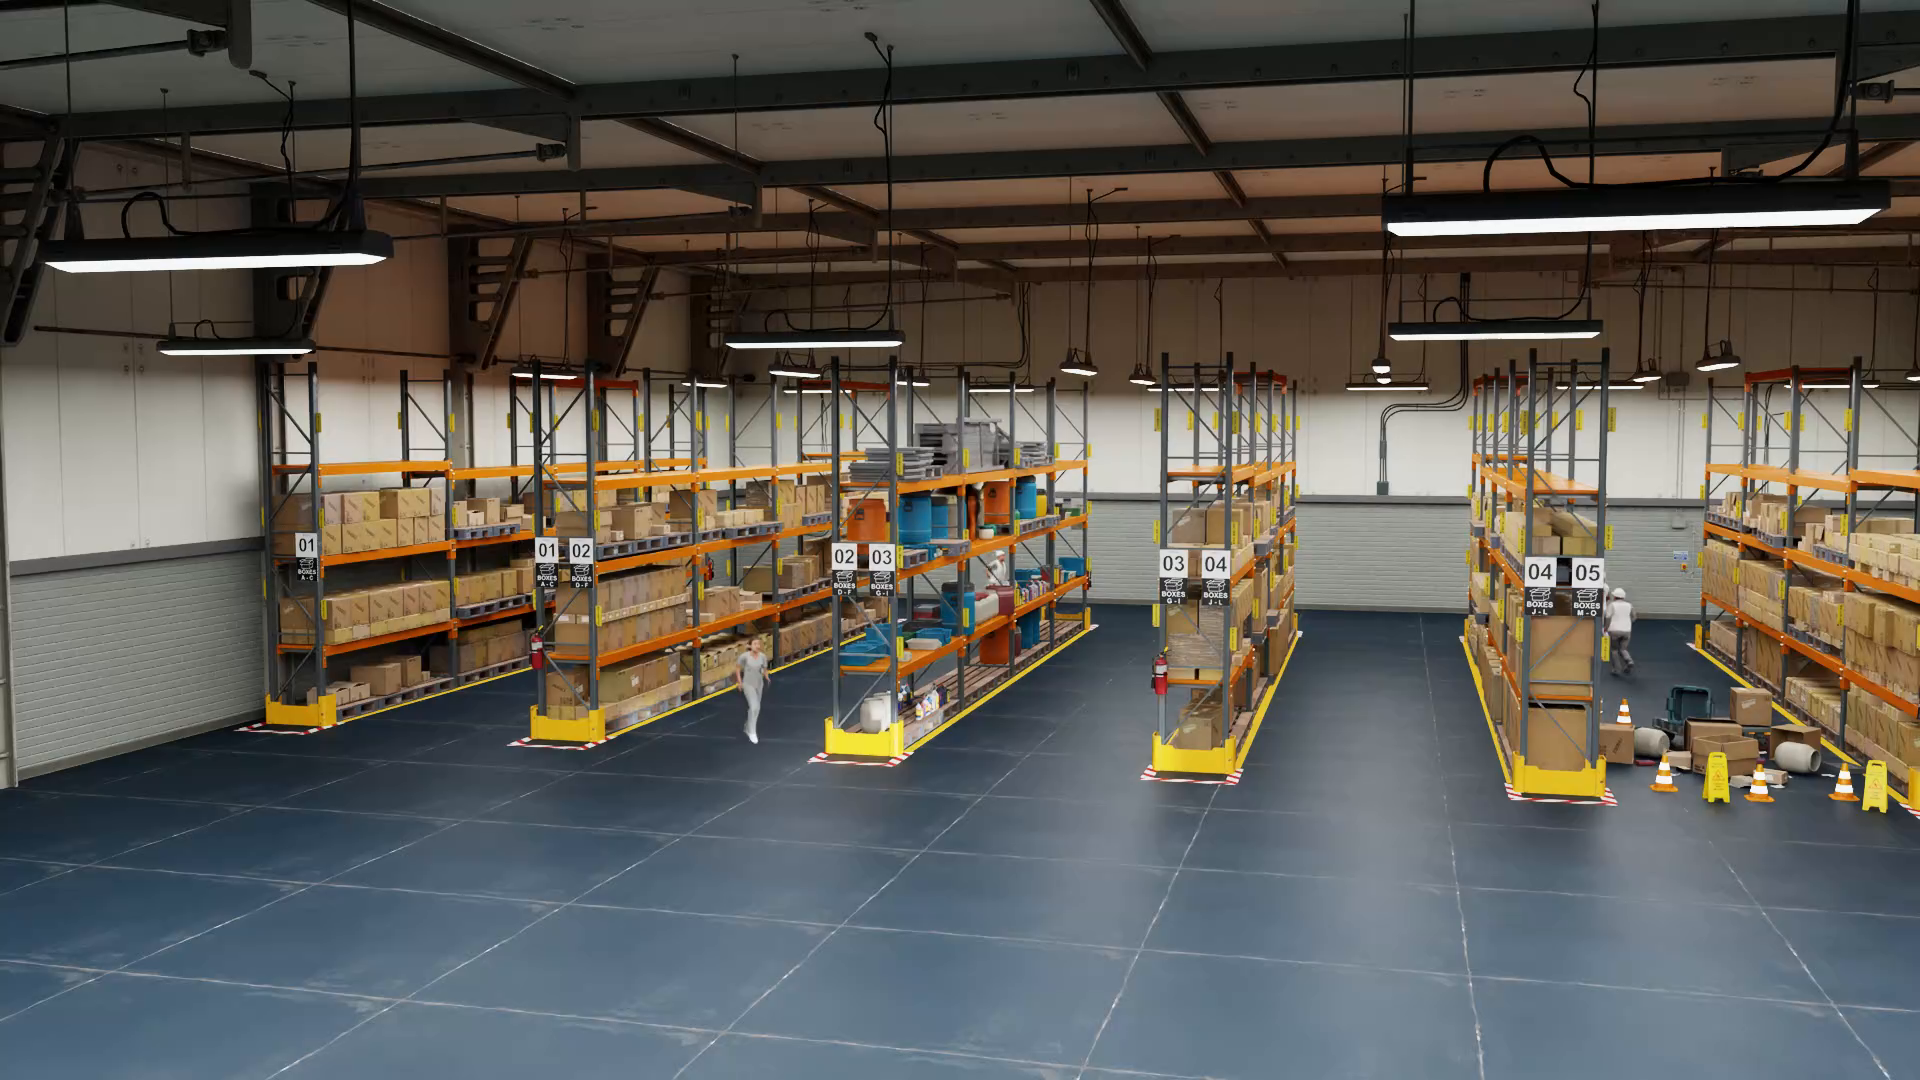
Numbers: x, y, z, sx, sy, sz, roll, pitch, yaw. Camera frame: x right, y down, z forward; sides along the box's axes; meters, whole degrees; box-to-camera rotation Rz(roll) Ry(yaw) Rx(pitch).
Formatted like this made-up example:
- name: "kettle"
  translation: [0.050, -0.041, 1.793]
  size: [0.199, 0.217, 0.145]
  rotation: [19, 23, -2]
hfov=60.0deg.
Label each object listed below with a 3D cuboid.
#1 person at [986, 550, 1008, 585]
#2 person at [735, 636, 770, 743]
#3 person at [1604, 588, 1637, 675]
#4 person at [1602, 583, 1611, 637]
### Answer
- name: "person"
  translation: [0.946, 1.124, 42.946]
  size: [0.544, 1.710, 0.747]
  rotation: [3, 5, 32]
- name: "person"
  translation: [-3.254, 2.346, 26.172]
  size: [0.472, 1.688, 0.794]
  rotation: [-3, 5, -34]
- name: "person"
  translation: [13.149, 1.828, 33.057]
  size: [0.655, 1.724, 0.756]
  rotation: [0, 4, 0]
- name: "person"
  translation: [14.026, 1.549, 36.532]
  size: [0.702, 1.747, 0.959]
  rotation: [-2, 5, -27]
